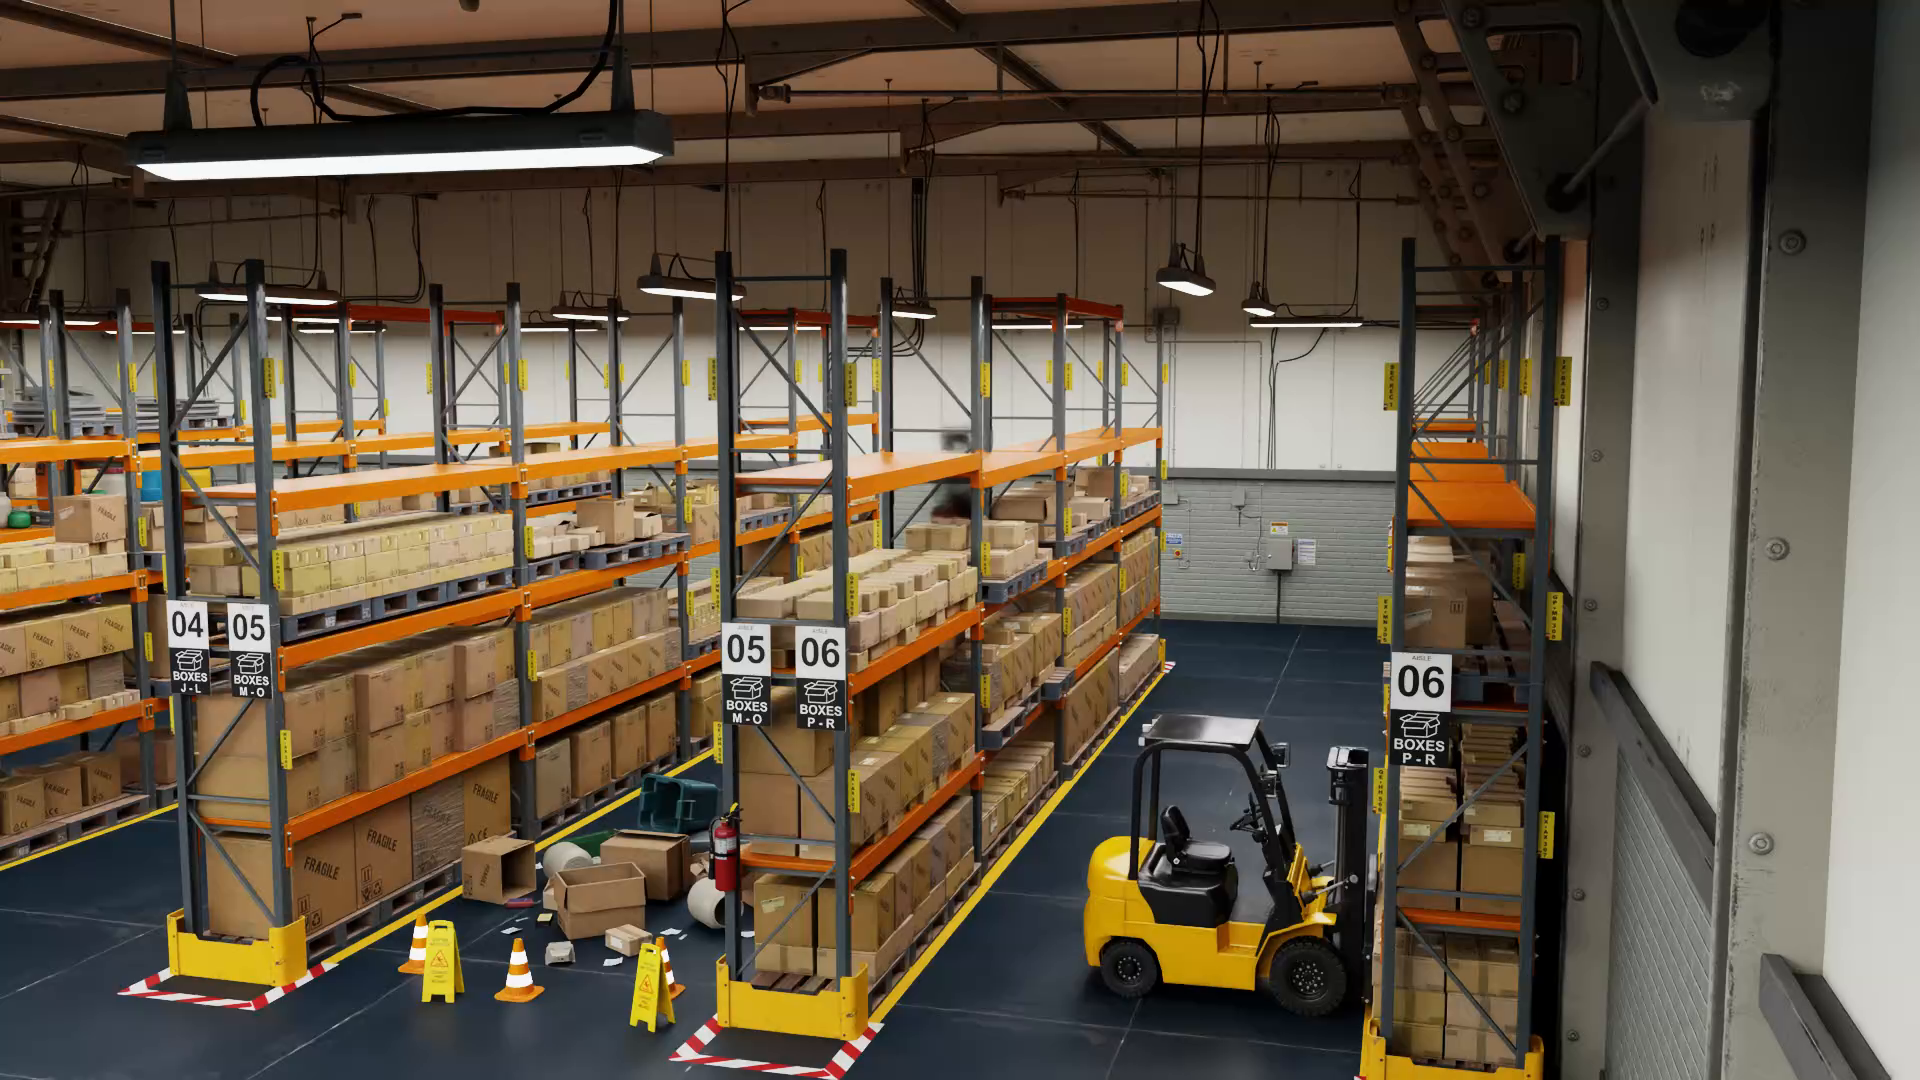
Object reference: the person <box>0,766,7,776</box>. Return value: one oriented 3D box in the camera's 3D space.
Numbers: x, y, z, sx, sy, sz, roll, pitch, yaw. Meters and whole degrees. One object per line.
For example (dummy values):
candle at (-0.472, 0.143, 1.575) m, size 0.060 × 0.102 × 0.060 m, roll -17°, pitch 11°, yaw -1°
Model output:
person at (-11.259, 2.286, 19.096) m, size 0.574 × 1.811 × 0.847 m, roll 1°, pitch 6°, yaw 5°
